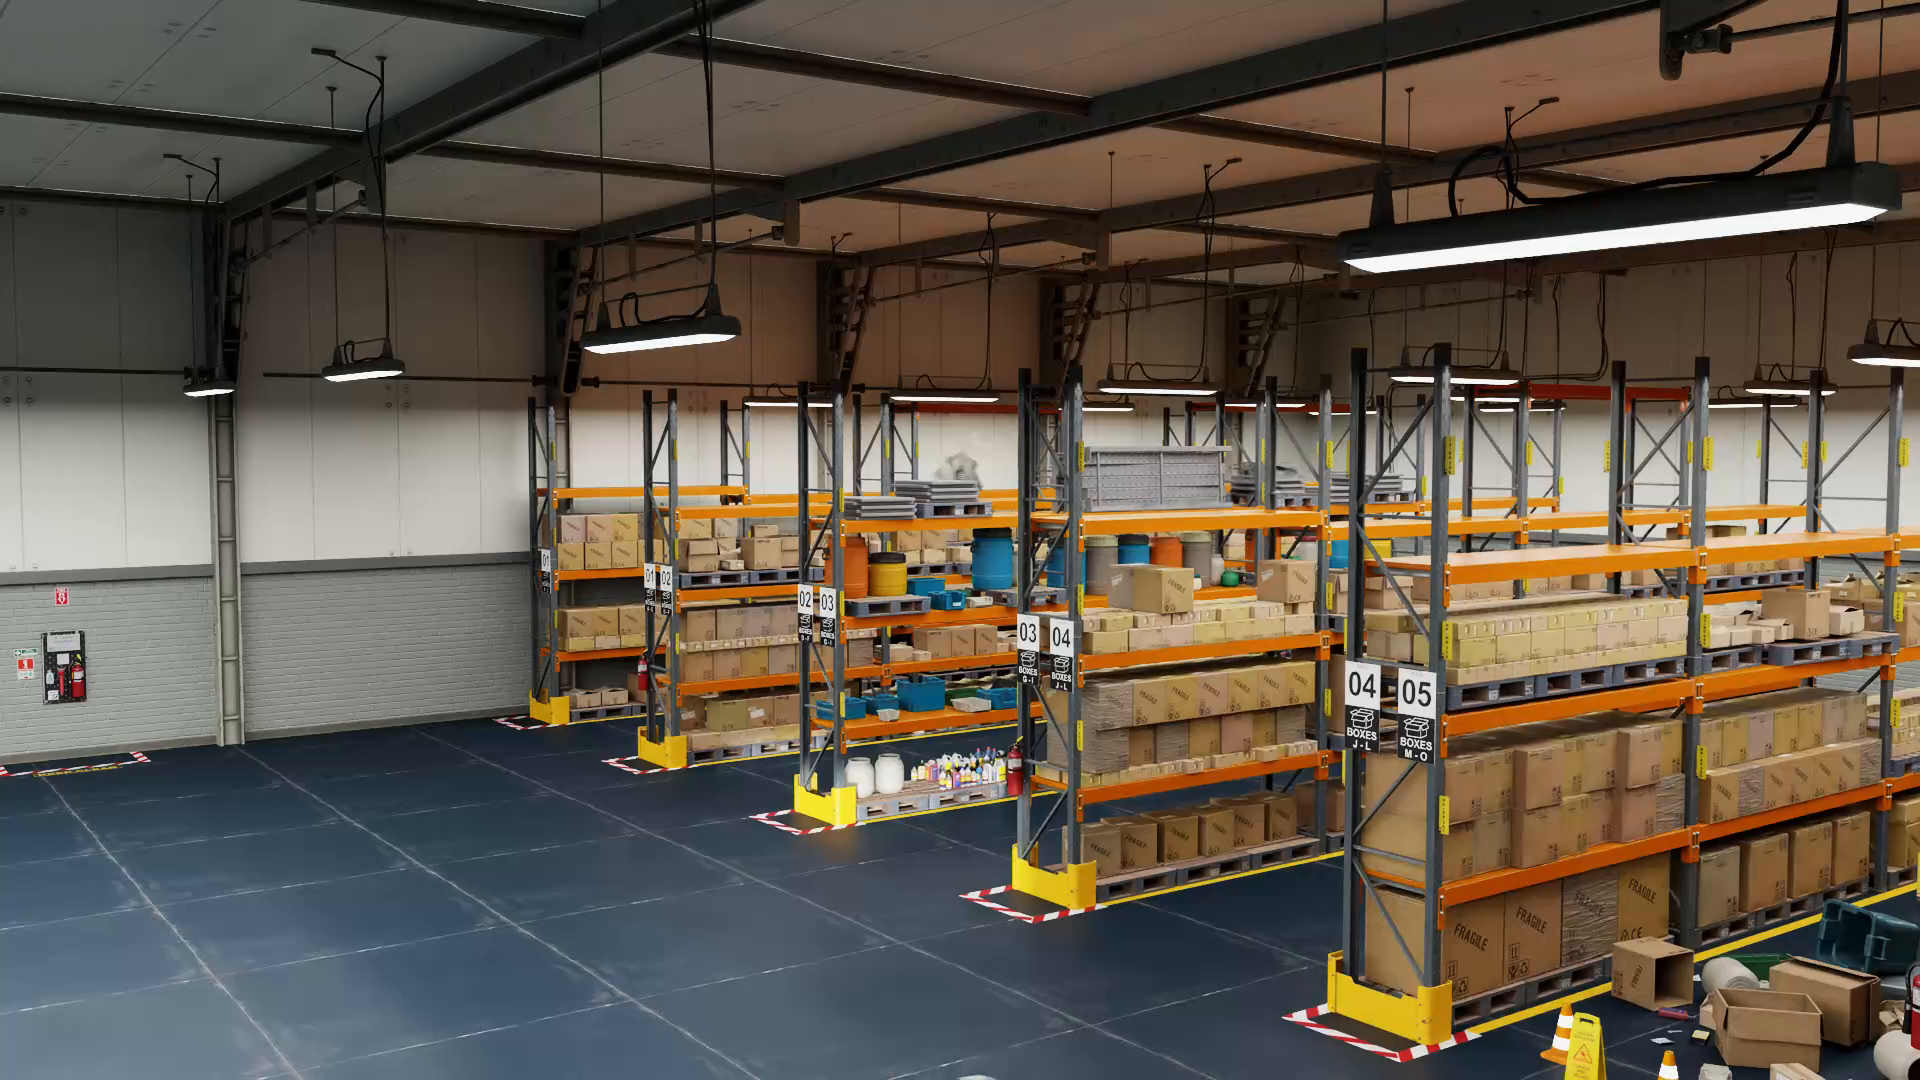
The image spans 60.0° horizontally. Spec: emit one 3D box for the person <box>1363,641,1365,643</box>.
[{"bbox_3d":[8.138,2.306,33.817,0.632,1.726,0.717,-3,4,-41],"label":"person"}]
